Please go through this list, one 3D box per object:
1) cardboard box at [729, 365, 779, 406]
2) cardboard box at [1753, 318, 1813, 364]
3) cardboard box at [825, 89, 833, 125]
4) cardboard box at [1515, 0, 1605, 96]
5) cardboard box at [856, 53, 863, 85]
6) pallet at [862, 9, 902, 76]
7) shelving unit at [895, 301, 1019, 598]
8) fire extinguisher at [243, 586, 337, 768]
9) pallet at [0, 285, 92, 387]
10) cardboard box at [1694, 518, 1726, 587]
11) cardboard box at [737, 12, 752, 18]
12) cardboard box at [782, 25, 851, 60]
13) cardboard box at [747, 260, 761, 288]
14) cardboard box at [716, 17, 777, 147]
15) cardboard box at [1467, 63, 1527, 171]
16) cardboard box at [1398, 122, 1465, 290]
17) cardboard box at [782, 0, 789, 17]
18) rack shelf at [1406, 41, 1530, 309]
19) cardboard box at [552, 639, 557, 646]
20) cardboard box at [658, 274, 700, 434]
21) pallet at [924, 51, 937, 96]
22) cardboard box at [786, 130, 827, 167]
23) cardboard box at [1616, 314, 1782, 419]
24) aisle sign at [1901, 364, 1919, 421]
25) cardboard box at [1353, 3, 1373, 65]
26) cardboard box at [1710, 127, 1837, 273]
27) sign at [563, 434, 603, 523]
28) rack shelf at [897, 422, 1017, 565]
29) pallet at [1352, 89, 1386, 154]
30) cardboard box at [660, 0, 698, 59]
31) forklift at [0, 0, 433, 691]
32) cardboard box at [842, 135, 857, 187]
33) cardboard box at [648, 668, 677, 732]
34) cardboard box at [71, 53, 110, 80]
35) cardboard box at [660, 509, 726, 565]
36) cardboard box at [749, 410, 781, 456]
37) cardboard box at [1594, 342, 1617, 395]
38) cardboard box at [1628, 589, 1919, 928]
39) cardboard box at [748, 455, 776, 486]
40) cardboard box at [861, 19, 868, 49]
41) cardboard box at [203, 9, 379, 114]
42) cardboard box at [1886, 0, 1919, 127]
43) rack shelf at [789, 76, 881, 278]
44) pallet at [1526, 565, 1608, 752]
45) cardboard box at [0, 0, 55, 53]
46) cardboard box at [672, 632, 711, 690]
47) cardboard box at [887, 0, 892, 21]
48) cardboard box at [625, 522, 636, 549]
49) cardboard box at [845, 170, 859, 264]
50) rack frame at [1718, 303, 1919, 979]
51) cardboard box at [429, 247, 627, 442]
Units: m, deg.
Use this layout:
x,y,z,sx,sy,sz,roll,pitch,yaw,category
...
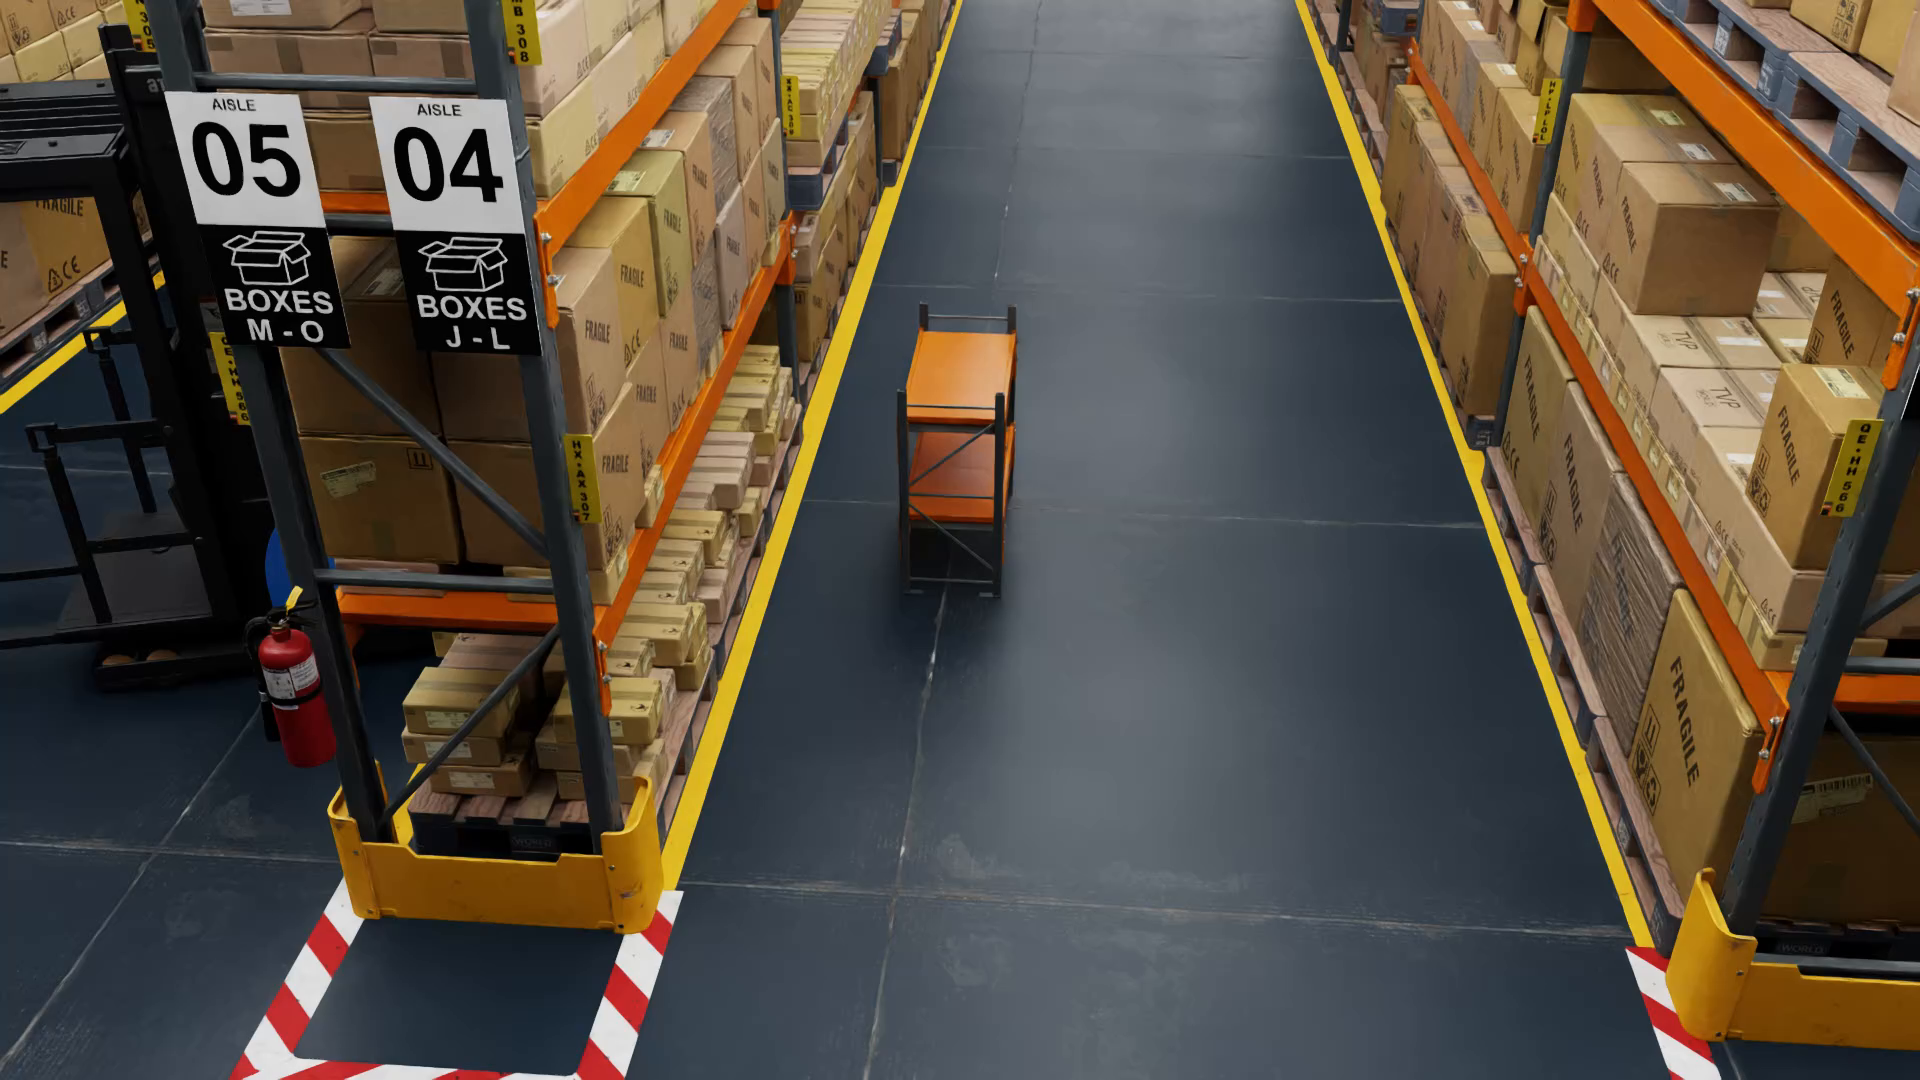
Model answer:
x,y,z,sx,sy,sz,roll,pitch,yaw,category
-1.189,-0.829,8.985,0.380,0.149,0.250,3,32,5,cardboard box
3.597,-0.696,6.880,0.500,0.250,0.500,2,32,3,cardboard box
-0.929,-2.463,9.443,0.380,0.149,0.250,2,32,3,cardboard box
3.608,-2.840,9.448,0.797,0.503,0.637,3,32,5,cardboard box
-0.823,-3.015,10.623,0.380,0.149,0.250,1,32,2,cardboard box
-1.064,-3.575,11.875,1.213,0.211,1.003,2,32,4,pallet
-0.001,-0.475,8.449,0.538,1.125,1.048,2,32,4,shelving unit
-2.244,0.453,5.586,0.296,0.674,0.183,2,32,4,fire extinguisher
-6.392,-1.321,10.692,1.003,0.211,1.213,2,32,4,pallet
2.913,0.053,6.045,0.380,0.149,0.250,3,32,4,cardboard box
-1.493,-3.167,10.303,0.380,0.149,0.250,1,32,2,cardboard box
-0.865,-2.998,10.028,0.380,0.149,0.250,2,32,4,cardboard box
-1.222,-1.400,8.402,0.380,0.149,0.250,4,32,6,cardboard box
-1.207,-2.280,8.259,0.500,0.500,0.500,1,32,2,cardboard box
3.346,-2.509,9.866,0.500,0.500,0.500,2,32,3,cardboard box
3.665,-2.218,11.115,1.225,0.875,0.875,3,32,4,cardboard box
-1.391,-3.707,11.462,0.380,0.149,0.250,2,32,2,cardboard box
3.660,-2.417,10.499,1.077,0.370,4.000,2,32,4,rack shelf
-1.840,0.361,7.338,0.380,0.149,0.250,2,32,3,cardboard box
-1.381,-0.780,6.777,0.500,0.500,0.500,3,32,5,cardboard box
-0.775,-4.532,15.903,1.003,0.211,1.213,2,32,4,pallet
-0.948,-2.201,9.301,0.380,0.149,0.250,1,32,2,cardboard box
3.068,-0.718,6.915,0.500,0.250,0.500,3,32,4,cardboard box
2.866,-0.668,4.497,0.394,0.787,0.004,2,32,4,aisle sign
4.077,-4.664,15.422,0.700,0.500,0.500,0,32,0,cardboard box
3.681,-1.546,7.545,0.500,0.500,0.500,3,32,4,cardboard box
-1.223,-0.196,5.385,0.100,0.325,0.005,2,32,4,sign
-0.001,-0.267,8.577,0.538,0.278,1.000,2,32,4,rack shelf
3.990,-3.627,14.434,1.003,0.211,1.213,2,32,4,pallet
-1.344,-2.102,6.586,0.500,0.250,0.500,2,32,4,cardboard box
-3.679,-0.857,7.347,3.031,2.935,1.130,-6,32,-10,forklift
-0.994,-2.570,11.328,0.500,0.250,0.500,3,32,5,cardboard box
-1.387,0.653,6.864,0.380,0.149,0.250,2,32,4,cardboard box
-5.933,-3.055,10.991,0.500,0.250,0.500,2,32,3,cardboard box
-1.295,-0.018,7.670,0.380,0.149,0.250,3,32,5,cardboard box
-1.161,-0.573,8.854,0.380,0.149,0.250,1,32,2,cardboard box
3.036,-0.753,7.352,0.380,0.149,0.250,3,32,5,cardboard box
3.144,0.801,6.215,0.875,0.875,0.875,2,32,4,cardboard box
-1.192,-0.415,8.881,0.380,0.149,0.250,1,32,2,cardboard box
-0.802,-3.280,10.769,0.380,0.149,0.250,3,32,5,cardboard box
-1.980,-1.529,5.179,0.500,0.250,0.500,2,32,2,cardboard box
3.160,-1.401,4.715,0.700,0.500,0.500,1,32,1,cardboard box
-1.275,-2.682,10.929,1.077,0.370,4.000,2,32,4,rack shelf
3.260,0.543,7.667,1.003,0.211,1.213,2,32,4,pallet
-6.001,-3.317,10.224,0.500,0.500,0.500,2,32,3,cardboard box
-1.319,0.524,7.358,0.380,0.149,0.250,3,32,5,cardboard box
-0.695,-3.828,11.942,0.380,0.149,0.250,3,32,5,cardboard box
-1.431,-0.034,6.186,0.380,0.149,0.250,4,32,6,cardboard box
-0.978,-2.245,11.516,0.500,0.500,0.500,1,32,2,cardboard box
3.171,0.414,5.220,1.000,3.000,0.127,2,32,4,rack frame
-1.463,-0.669,5.645,0.500,0.500,0.500,2,32,4,cardboard box
